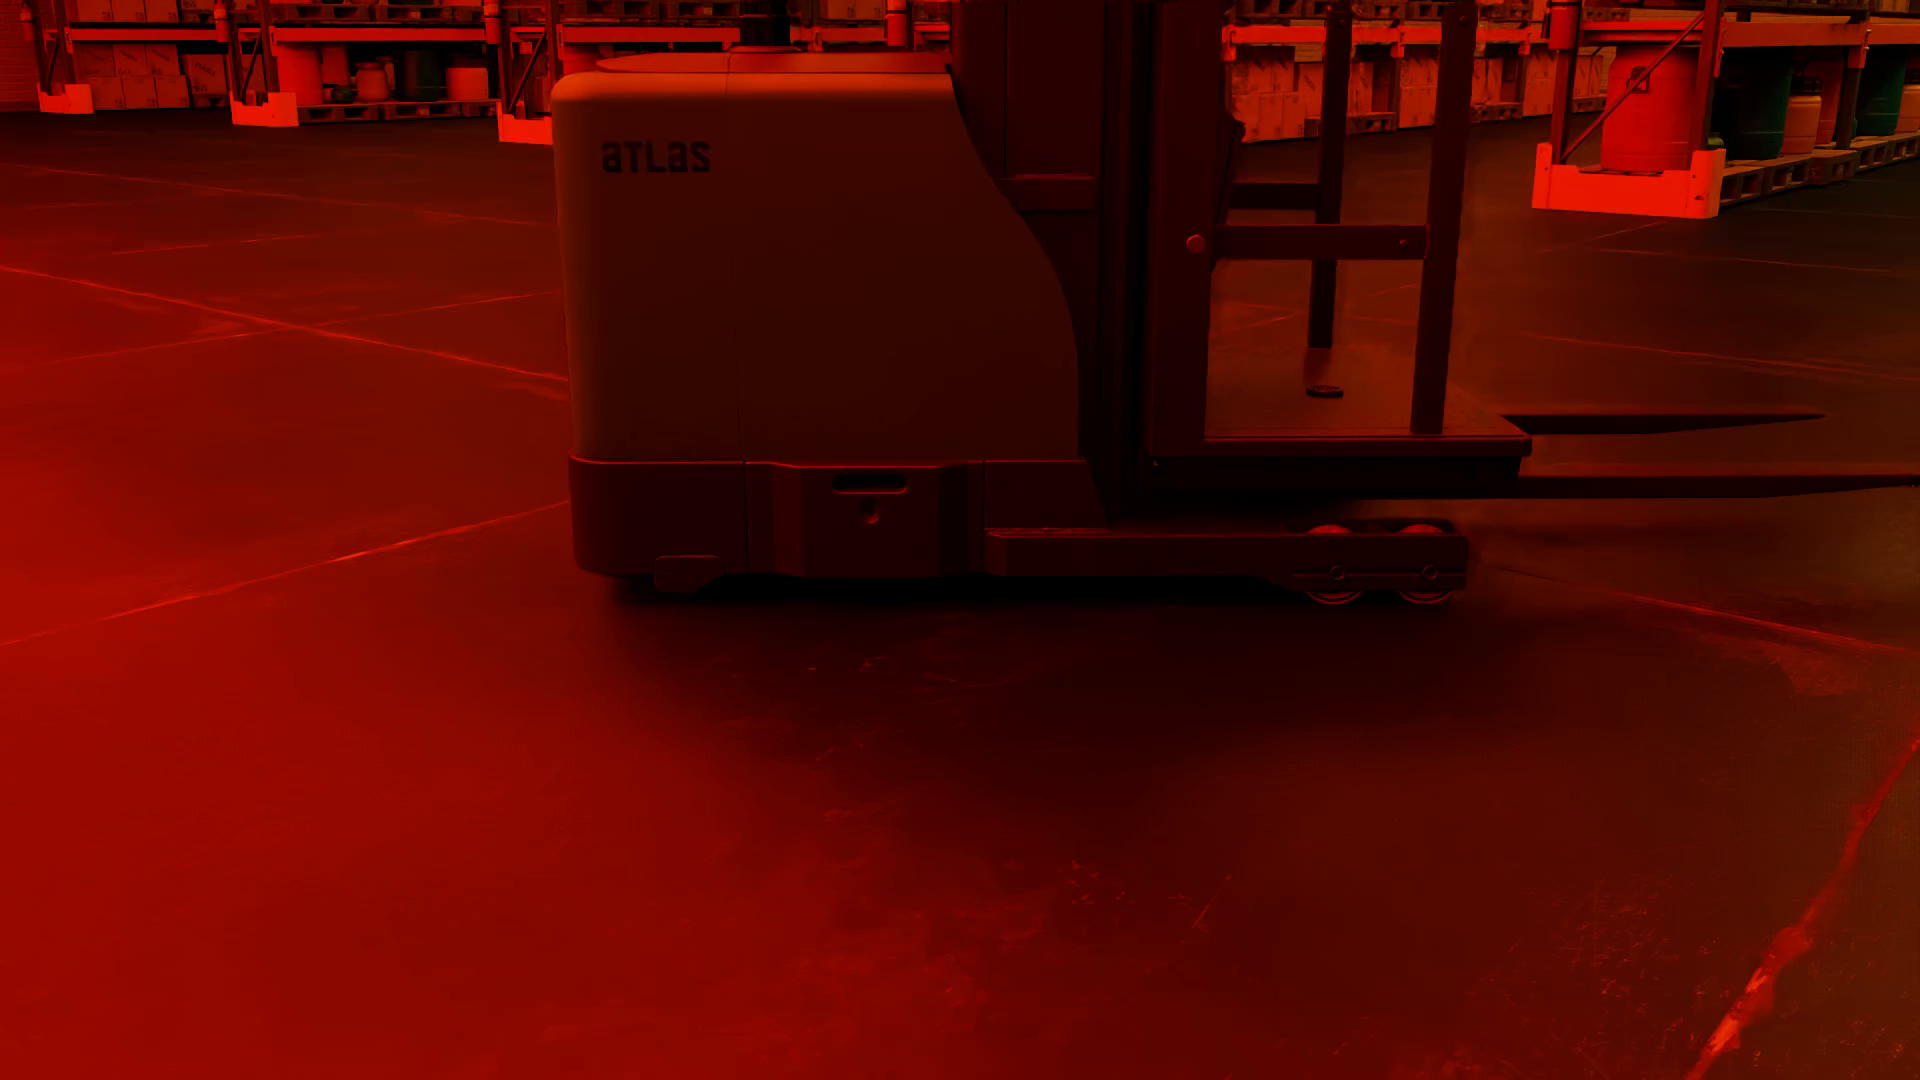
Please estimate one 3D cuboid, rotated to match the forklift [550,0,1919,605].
[{"bbox_3d":[0.687,-1.420,3.575,3.031,2.935,1.130,0,17,-1],"label":"forklift"}]
